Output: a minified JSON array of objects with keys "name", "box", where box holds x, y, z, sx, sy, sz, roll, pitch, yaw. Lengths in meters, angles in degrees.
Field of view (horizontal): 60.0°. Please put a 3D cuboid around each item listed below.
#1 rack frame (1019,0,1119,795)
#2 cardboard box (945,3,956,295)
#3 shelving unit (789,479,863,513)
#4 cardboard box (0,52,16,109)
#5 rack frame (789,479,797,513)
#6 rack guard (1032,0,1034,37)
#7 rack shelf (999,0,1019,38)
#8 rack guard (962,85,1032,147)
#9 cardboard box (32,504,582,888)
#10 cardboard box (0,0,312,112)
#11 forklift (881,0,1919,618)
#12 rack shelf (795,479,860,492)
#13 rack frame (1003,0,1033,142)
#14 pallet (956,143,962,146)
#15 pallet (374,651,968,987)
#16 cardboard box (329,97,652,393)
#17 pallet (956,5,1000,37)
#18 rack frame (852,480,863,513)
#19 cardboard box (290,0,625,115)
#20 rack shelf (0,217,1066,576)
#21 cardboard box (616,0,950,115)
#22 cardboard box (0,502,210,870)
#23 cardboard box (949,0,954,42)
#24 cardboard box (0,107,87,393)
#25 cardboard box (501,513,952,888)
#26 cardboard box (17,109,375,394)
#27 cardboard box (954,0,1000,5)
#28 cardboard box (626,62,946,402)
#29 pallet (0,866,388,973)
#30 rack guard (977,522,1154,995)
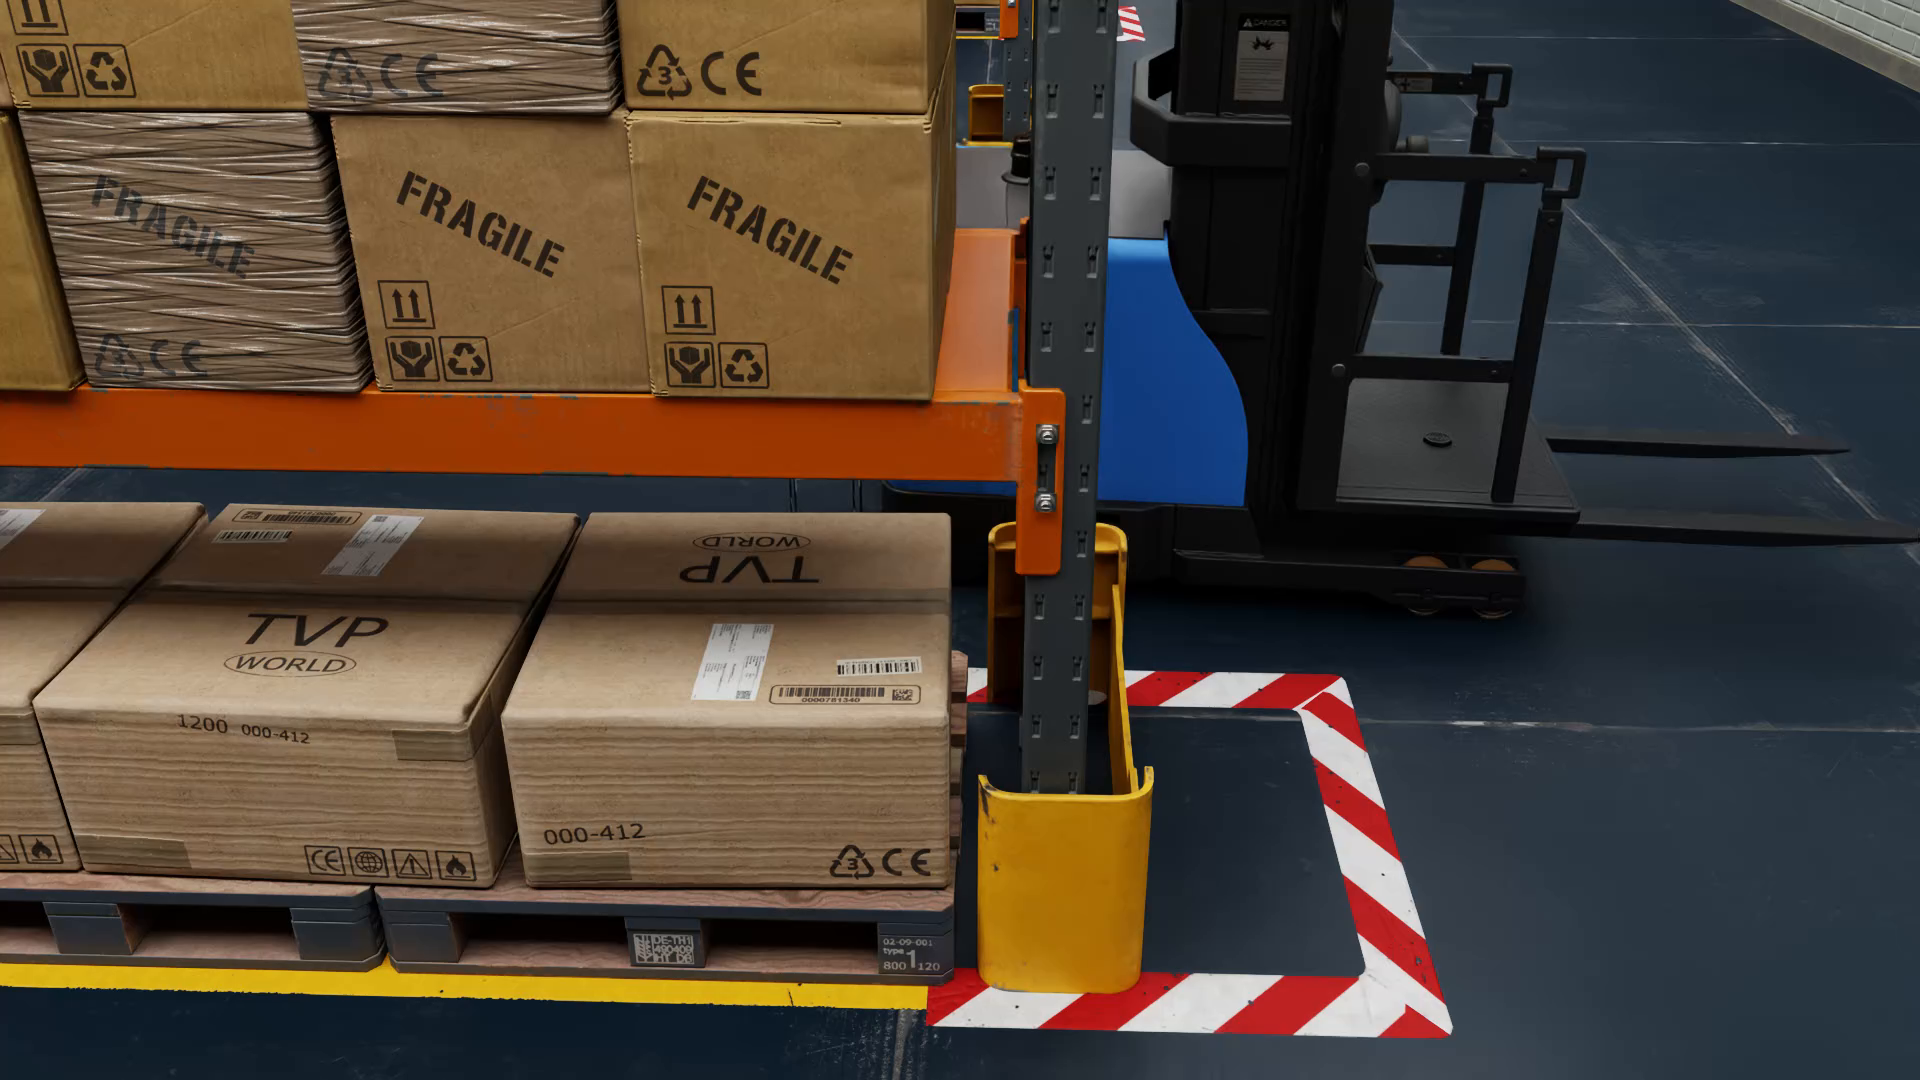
[{"name":"rack frame","box":[0.204,-0.655,3.283,0.127,3.000,1.000,1,28,2]},{"name":"cardboard box","box":[-0.265,-0.842,3.528,0.500,0.500,0.500,1,28,1]},{"name":"shelving unit","box":[-0.427,-0.436,5.111,0.210,0.900,0.258,-5,28,-9]},{"name":"cardboard box","box":[-1.806,-1.051,2.856,0.500,0.500,0.500,1,28,1]},{"name":"rack frame","box":[-0.528,-0.427,5.096,0.006,0.900,0.240,-5,28,-9]},{"name":"rack guard","box":[0.578,-4.189,12.618,0.348,0.500,1.175,1,28,2]},{"name":"rack shelf","box":[-1.721,-2.689,7.888,4.000,0.370,1.077,1,28,2]},{"name":"rack guard","box":[0.202,-1.871,8.245,0.348,0.500,1.175,1,28,2]},{"name":"cardboard box","box":[-1.374,0.316,3.738,0.875,0.438,0.875,2,28,3]},{"name":"cardboard box","box":[-1.303,-1.042,2.839,0.500,0.500,0.500,1,28,2]},{"name":"forklift","box":[1.316,-1.331,4.632,3.031,2.935,1.130,3,28,5]},{"name":"rack shelf","box":[-0.427,-0.247,5.211,0.200,0.077,0.258,-5,28,-9]},{"name":"rack frame","box":[0.278,-2.974,7.657,0.127,3.000,1.000,1,28,2]},{"name":"pallet","box":[-0.609,-1.773,8.369,1.213,0.211,1.003,1,28,2]},{"name":"pallet","box":[-0.598,0.600,3.892,1.213,0.211,1.003,1,28,2]},{"name":"cardboard box","box":[-0.788,-0.599,3.070,0.500,0.500,0.500,0,28,1]},{"name":"pallet","box":[-0.248,-4.038,12.643,1.213,0.211,1.003,1,28,2]},{"name":"rack frame","box":[-0.327,-0.444,5.127,0.006,0.900,0.240,-5,28,-9]},{"name":"cardboard box","box":[-0.809,-1.033,2.821,0.500,0.500,0.500,1,28,2]},{"name":"rack shelf","box":[-1.794,-0.370,3.514,4.000,0.370,1.077,1,28,2]},{"name":"cardboard box","box":[-0.286,-1.038,2.830,0.500,0.500,0.500,2,28,3]},{"name":"cardboard box","box":[-2.275,0.300,3.768,0.875,0.438,0.875,0,28,0]},{"name":"cardboard box","box":[-0.265,-1.282,3.292,0.500,0.500,0.500,0,28,1]},{"name":"cardboard box","box":[-1.819,-0.605,3.082,0.500,0.500,0.500,2,28,3]},{"name":"cardboard box","box":[-0.459,0.327,3.717,0.875,0.438,0.875,0,28,0]},{"name":"cardboard box","box":[-1.303,-0.603,3.078,0.500,0.500,0.500,2,28,3]},{"name":"cardboard box","box":[-0.088,-4.514,12.382,0.875,0.875,0.875,1,28,2]},{"name":"cardboard box","box":[-0.287,-0.583,3.041,0.500,0.500,0.500,1,28,2]},{"name":"pallet","box":[-1.814,0.579,3.933,1.213,0.211,1.003,1,28,2]},{"name":"rack guard","box":[0.228,0.450,3.868,0.348,0.500,1.175,1,28,2]}]
